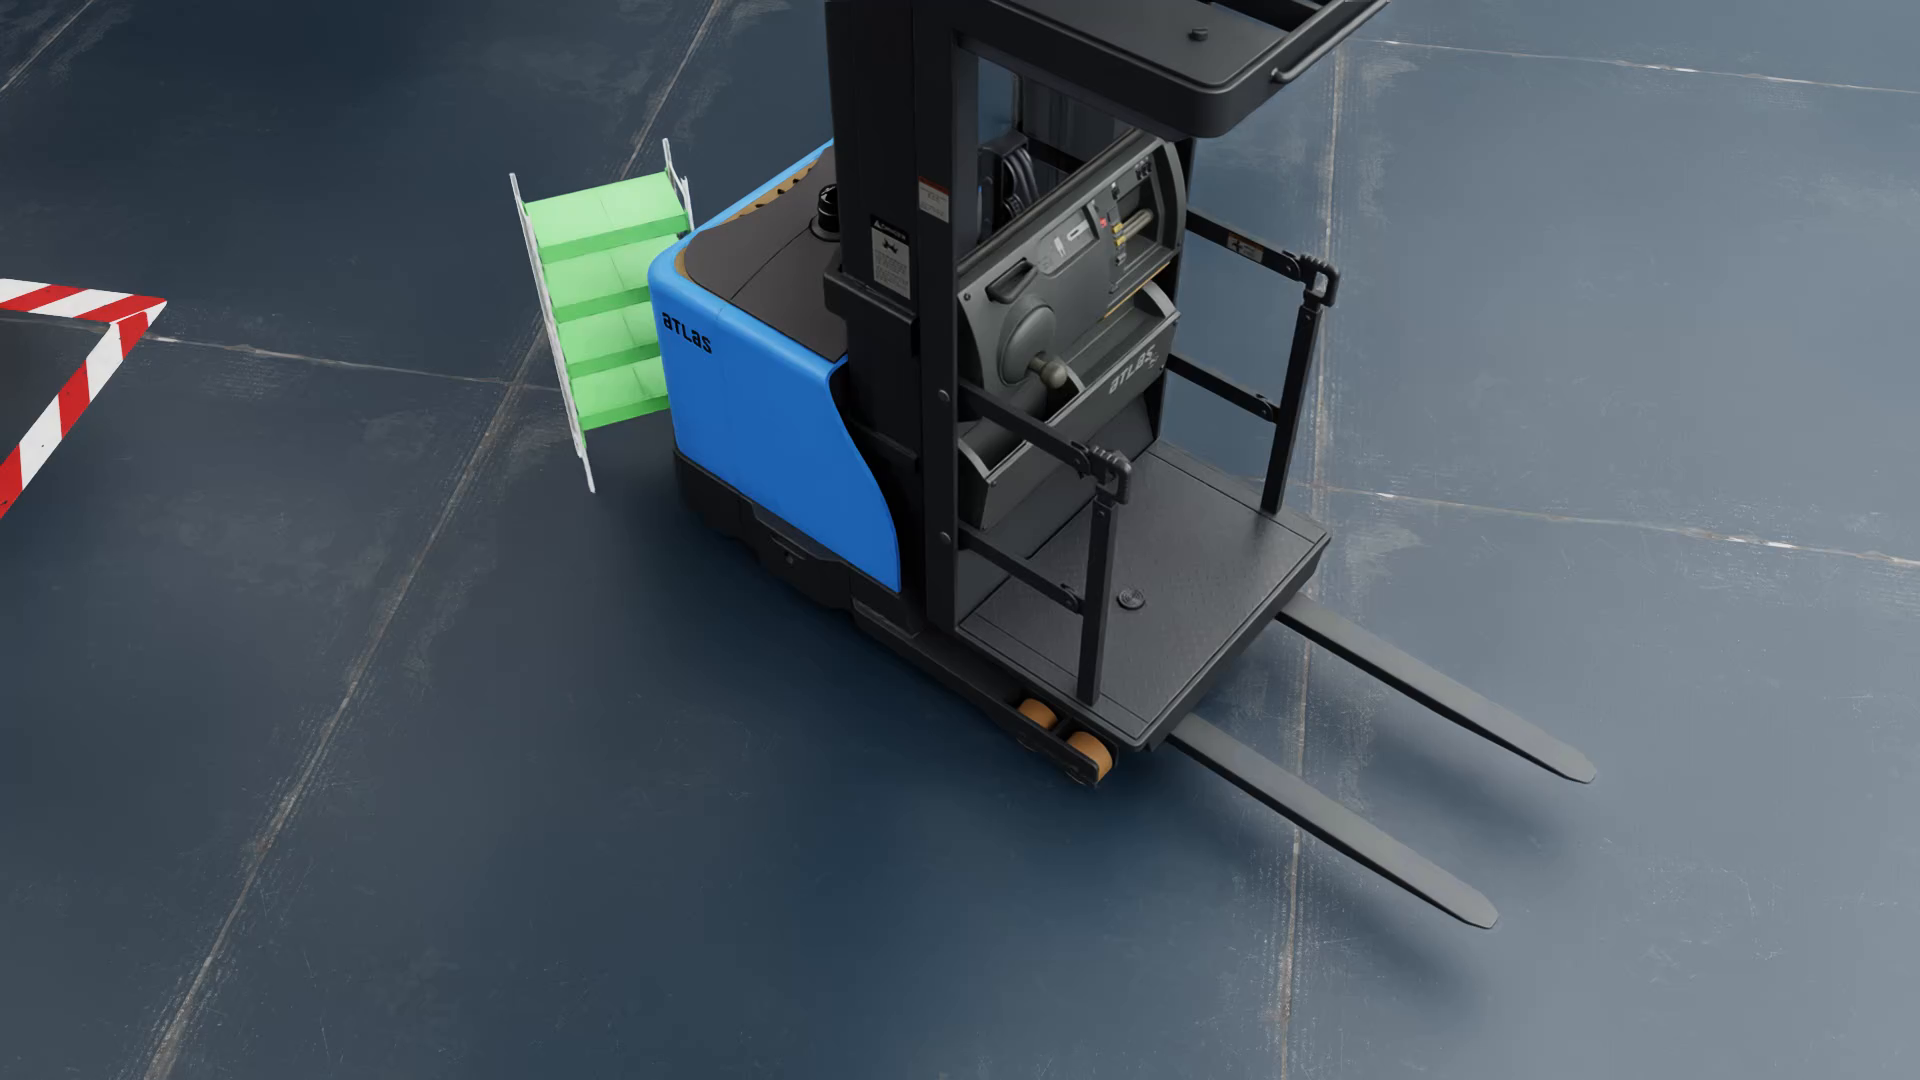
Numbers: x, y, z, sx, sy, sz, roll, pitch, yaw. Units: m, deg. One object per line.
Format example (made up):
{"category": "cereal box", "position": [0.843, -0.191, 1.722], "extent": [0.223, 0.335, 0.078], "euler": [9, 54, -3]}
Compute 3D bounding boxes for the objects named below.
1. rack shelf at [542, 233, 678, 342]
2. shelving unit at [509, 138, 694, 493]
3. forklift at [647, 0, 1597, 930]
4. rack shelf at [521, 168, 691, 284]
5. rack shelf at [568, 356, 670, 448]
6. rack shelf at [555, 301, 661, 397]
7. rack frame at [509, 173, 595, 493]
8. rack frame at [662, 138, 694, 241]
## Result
{"category": "rack shelf", "position": [-1.120, -0.840, 5.461], "extent": [0.480, 0.148, 0.258], "euler": [-17, 50, -15]}
{"category": "shelving unit", "position": [-1.120, -0.722, 5.592], "extent": [0.503, 1.200, 0.258], "euler": [-17, 50, -15]}
{"category": "forklift", "position": [0.481, -0.684, 4.394], "extent": [3.031, 2.935, 1.130], "euler": [32, 55, 25]}
{"category": "rack shelf", "position": [-1.120, -1.000, 5.283], "extent": [0.480, 0.148, 0.258], "euler": [-17, 50, -15]}
{"category": "rack shelf", "position": [-1.120, -0.519, 5.818], "extent": [0.480, 0.148, 0.258], "euler": [-17, 50, -15]}
{"category": "rack shelf", "position": [-1.120, -0.679, 5.640], "extent": [0.480, 0.148, 0.258], "euler": [-17, 50, -15]}
{"category": "rack frame", "position": [-1.346, -0.654, 5.531], "extent": [0.015, 1.200, 0.240], "euler": [-17, 50, -15]}
{"category": "rack frame", "position": [-0.894, -0.790, 5.653], "extent": [0.015, 1.200, 0.240], "euler": [-17, 50, -15]}
